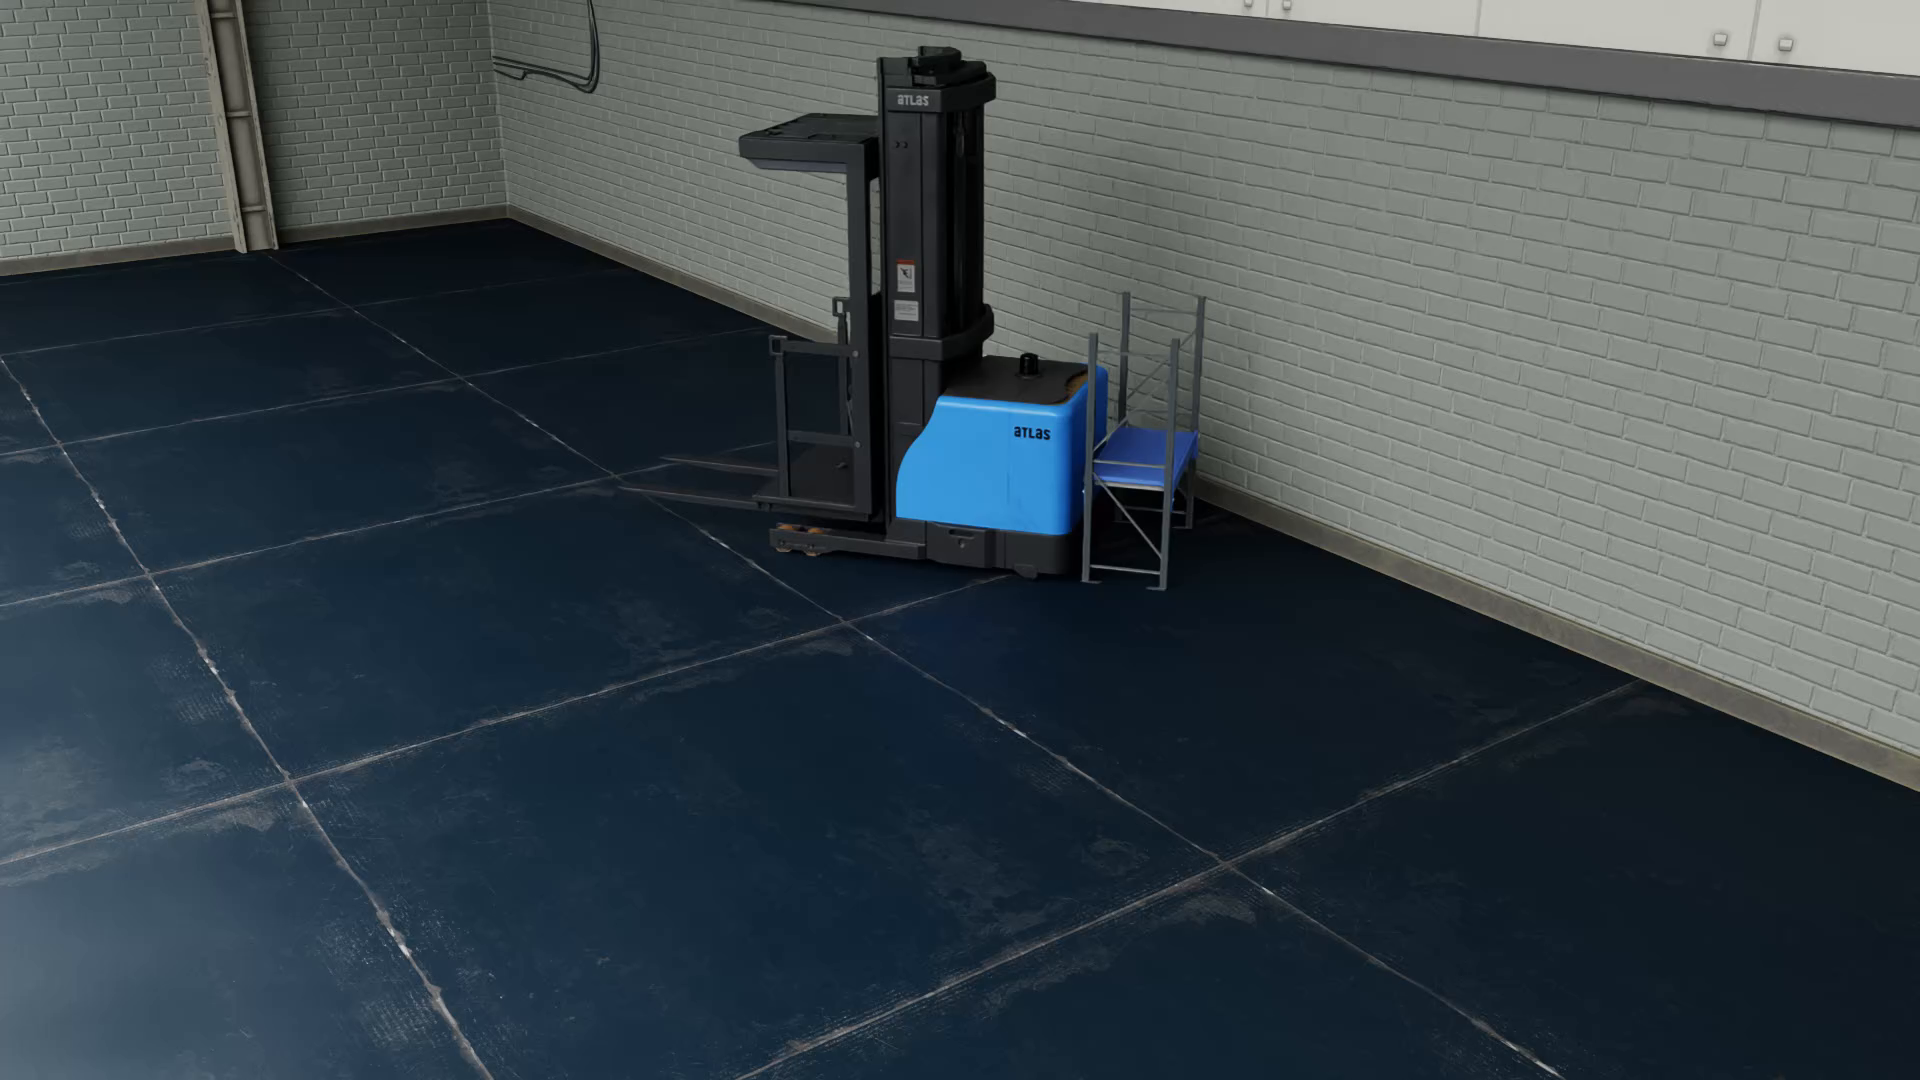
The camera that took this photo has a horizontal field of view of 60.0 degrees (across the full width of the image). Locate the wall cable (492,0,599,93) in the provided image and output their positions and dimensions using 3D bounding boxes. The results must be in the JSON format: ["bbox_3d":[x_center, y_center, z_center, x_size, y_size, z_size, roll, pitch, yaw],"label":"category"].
[{"bbox_3d":[-4.670,-6.224,18.042,0.112,2.526,3.097,-15,26,-33],"label":"wall cable"}]

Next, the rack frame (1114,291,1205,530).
[{"bbox_3d":[1.236,-0.792,10.357,0.500,1.500,0.032,6,23,15],"label":"rack frame"}]

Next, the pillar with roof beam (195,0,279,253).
[{"bbox_3d":[-5.319,-6.131,13.620,0.400,9.000,9.100,-15,26,-33],"label":"pillar with roof beam"}]

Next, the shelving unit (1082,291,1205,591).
[{"bbox_3d":[1.099,-0.610,9.903,0.538,1.500,1.048,6,23,15],"label":"shelving unit"}]

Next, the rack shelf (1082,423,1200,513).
[{"bbox_3d":[1.099,-0.443,9.969,0.538,0.185,1.000,6,23,15],"label":"rack shelf"}]

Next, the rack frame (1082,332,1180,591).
[{"bbox_3d":[0.961,-0.429,9.448,0.500,1.500,0.032,6,23,15],"label":"rack frame"}]

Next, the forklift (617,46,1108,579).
[{"bbox_3d":[-0.654,-1.440,10.049,3.031,2.935,1.130,7,23,17],"label":"forklift"}]
